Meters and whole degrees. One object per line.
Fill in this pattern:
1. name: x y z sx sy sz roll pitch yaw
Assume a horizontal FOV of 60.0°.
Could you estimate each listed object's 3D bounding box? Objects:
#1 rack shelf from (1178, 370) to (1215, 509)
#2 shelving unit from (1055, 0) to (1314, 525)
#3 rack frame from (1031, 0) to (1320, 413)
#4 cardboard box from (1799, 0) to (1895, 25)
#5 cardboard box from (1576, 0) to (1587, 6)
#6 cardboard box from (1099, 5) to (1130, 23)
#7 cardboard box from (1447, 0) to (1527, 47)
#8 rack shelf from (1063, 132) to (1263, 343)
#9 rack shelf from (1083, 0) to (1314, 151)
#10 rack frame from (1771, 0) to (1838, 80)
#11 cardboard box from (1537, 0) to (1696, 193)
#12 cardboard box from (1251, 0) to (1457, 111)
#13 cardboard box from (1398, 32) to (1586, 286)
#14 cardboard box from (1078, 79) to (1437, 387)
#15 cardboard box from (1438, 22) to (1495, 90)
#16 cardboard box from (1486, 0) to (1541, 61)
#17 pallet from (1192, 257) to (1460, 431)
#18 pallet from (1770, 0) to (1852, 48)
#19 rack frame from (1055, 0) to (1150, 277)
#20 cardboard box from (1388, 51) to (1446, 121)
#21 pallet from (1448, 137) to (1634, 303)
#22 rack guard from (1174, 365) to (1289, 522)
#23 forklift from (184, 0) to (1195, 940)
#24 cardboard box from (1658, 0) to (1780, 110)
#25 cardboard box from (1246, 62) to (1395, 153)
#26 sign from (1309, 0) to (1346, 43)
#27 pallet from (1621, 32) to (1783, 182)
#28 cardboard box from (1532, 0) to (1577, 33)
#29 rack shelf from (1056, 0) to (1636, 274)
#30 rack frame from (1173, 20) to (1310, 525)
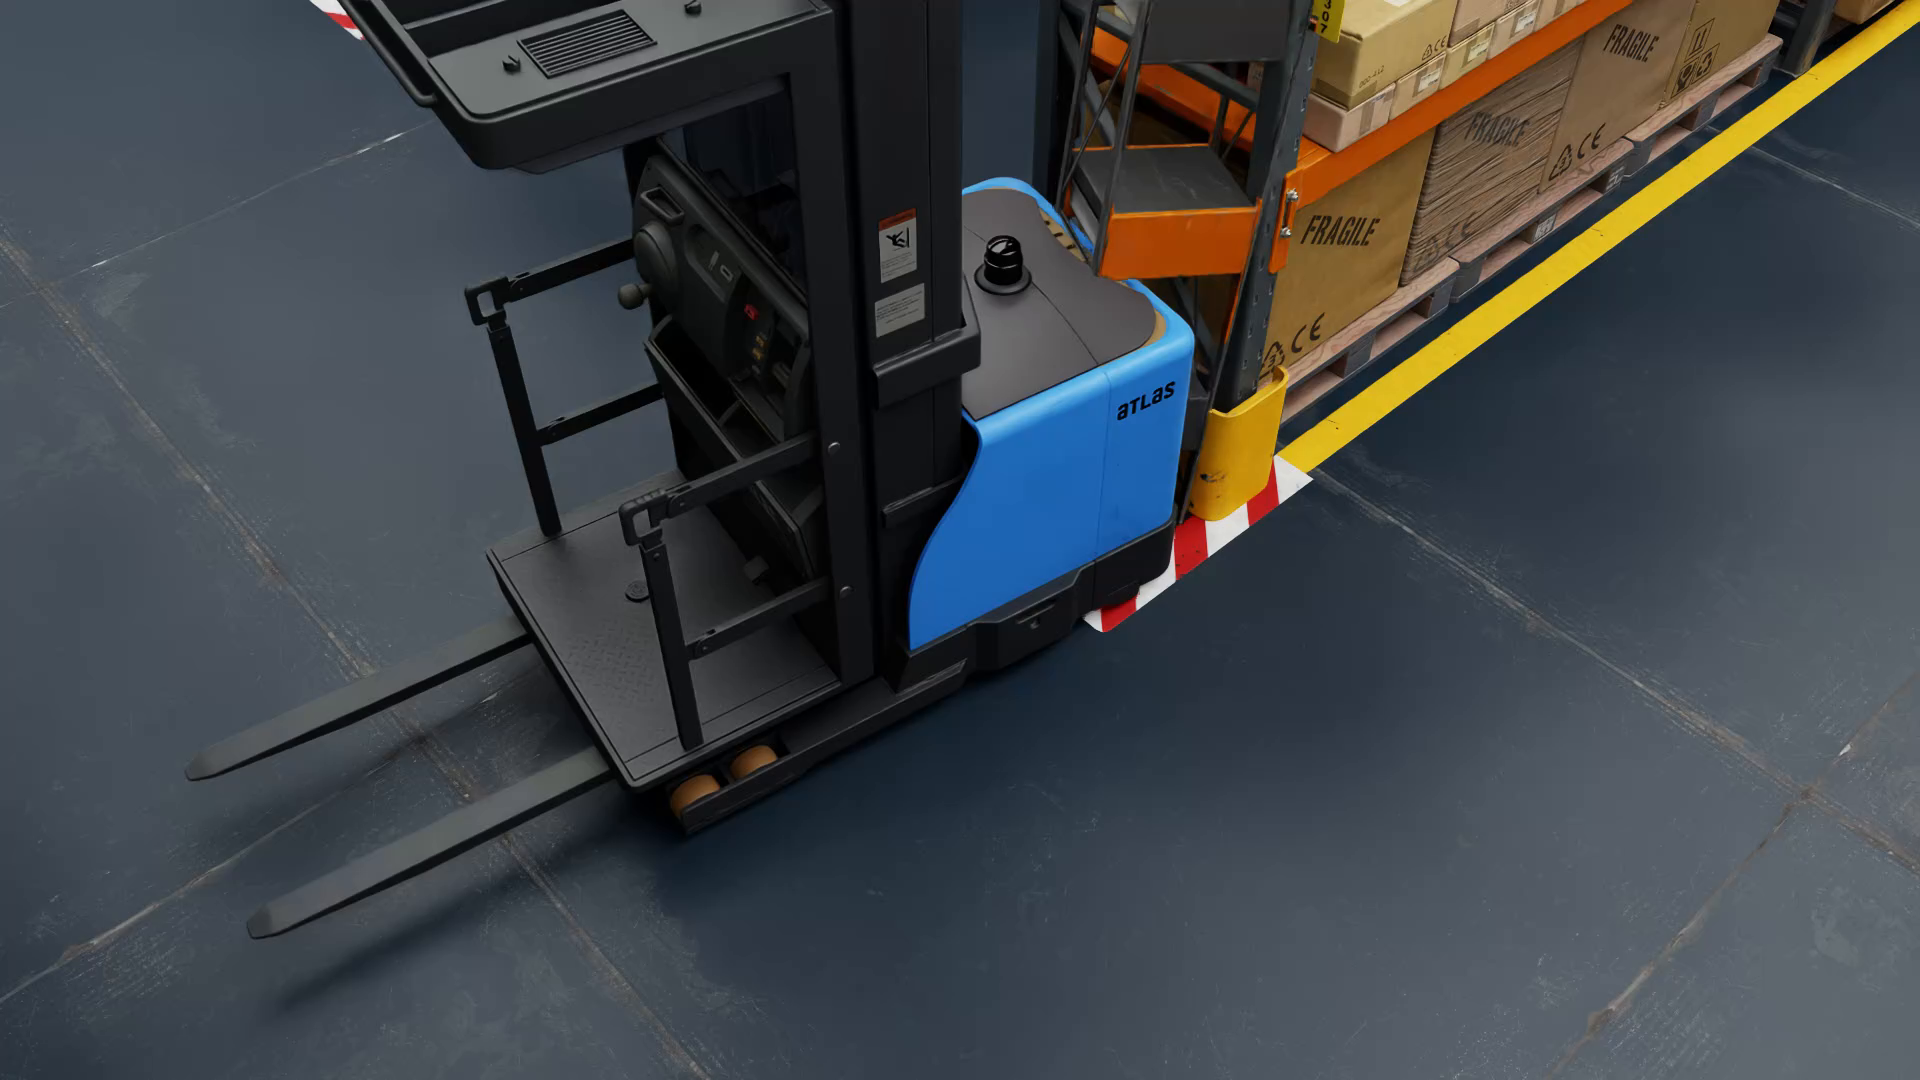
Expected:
1. rack shelf: 0.518 -0.411 5.652 0.480 0.518 0.431 -6 43 -15
2. shelving unit: 0.592 -0.940 5.179 0.503 2.100 0.431 -6 43 -15
3. rack frame: 0.628 -1.476 5.071 0.127 3.000 1.000 -34 56 -27
4. cardboard box: 4.047 -3.203 7.825 0.875 0.875 1.225 -34 56 -27
5. cardboard box: 2.062 -2.024 5.748 0.250 0.149 0.380 -34 56 -27
6. cardboard box: 0.670 -1.746 5.491 0.250 0.149 0.380 -33 55 -27
7. cardboard box: 1.545 -1.877 5.341 0.500 0.250 0.500 -34 56 -28
8. rack shelf: 0.590 -0.930 5.188 0.480 0.518 0.431 -6 43 -15
9. rack shelf: 0.663 -1.448 4.723 0.480 0.518 0.431 -6 43 -15
10. rack frame: 3.587 -3.454 6.896 0.127 3.000 1.000 -34 56 -27
11. cardboard box: 2.379 -2.148 6.851 0.875 0.875 0.875 -34 56 -27
12. cardboard box: 1.164 -1.617 5.101 0.500 0.250 0.500 -35 56 -28
13. cardboard box: 1.721 -1.708 6.445 0.875 0.875 0.875 -34 56 -27
14. cardboard box: 1.047 -1.258 6.030 0.875 0.875 0.875 -34 56 -27
15. cardboard box: 1.490 -1.642 5.395 0.250 0.149 0.380 -35 56 -28
16. cardboard box: 1.683 -1.771 5.514 0.250 0.149 0.380 -35 56 -28
17. pallet: 1.167 -0.969 6.500 1.213 0.211 1.003 -34 56 -27
18. pallet: 4.107 -2.931 8.311 1.213 0.211 1.003 -34 56 -27
19. rack frame: 0.357 -0.916 5.116 0.015 2.100 0.400 -6 43 -15
20. cardboard box: 1.301 -1.515 5.278 0.250 0.149 0.380 -35 56 -28
21. pallet: 2.069 -1.569 7.054 1.213 0.211 1.003 -34 56 -27
22. rack guard: 0.610 -0.617 5.979 0.348 0.500 1.175 -34 56 -27
23. forklift: -0.808 -0.582 4.293 3.031 2.935 1.130 -25 52 -22
24. cardboard box: 3.045 -2.593 7.262 0.875 0.875 0.875 -34 56 -27
25. cardboard box: 1.112 -1.387 5.160 0.250 0.149 0.380 -33 55 -27
26. sign: 0.997 -1.492 4.443 0.005 0.325 0.100 -34 56 -27
27. pallet: 2.972 -2.175 7.613 1.213 0.211 1.003 -34 56 -27
28. cardboard box: 1.871 -1.896 5.630 0.250 0.149 0.380 -35 56 -28
29. rack shelf: 2.107 -2.221 6.248 4.000 0.370 1.077 -34 56 -27
30. rack frame: 0.826 -0.963 5.241 0.015 2.100 0.400 -6 43 -15
